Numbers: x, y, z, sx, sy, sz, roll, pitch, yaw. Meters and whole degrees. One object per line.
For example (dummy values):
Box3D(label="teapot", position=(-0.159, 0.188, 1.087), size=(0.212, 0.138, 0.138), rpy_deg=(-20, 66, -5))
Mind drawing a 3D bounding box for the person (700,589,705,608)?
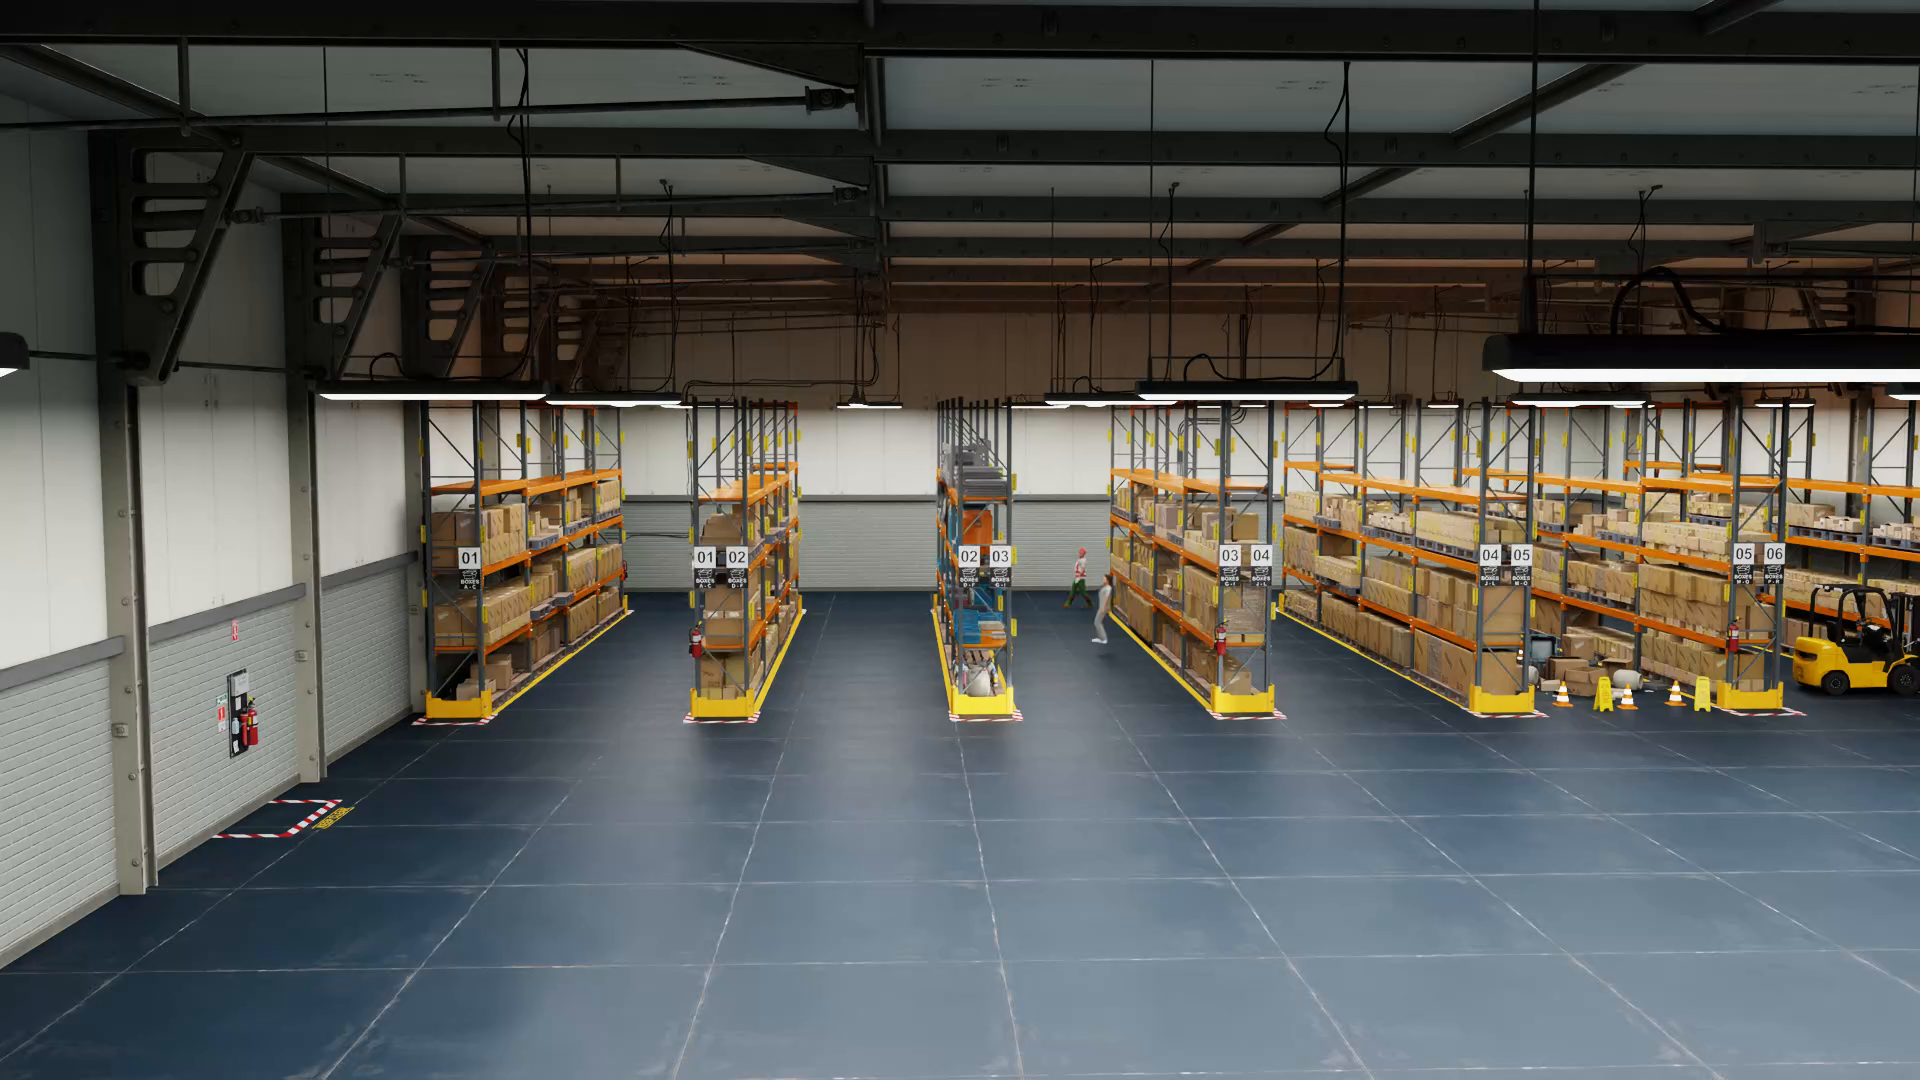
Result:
Box3D(label="person", position=(-7.464, 1.148, 48.280), size=(0.465, 1.697, 0.477), rpy_deg=(0, 4, 2))

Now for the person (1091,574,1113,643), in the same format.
Box3D(label="person", position=(3.319, 1.611, 39.065), size=(0.479, 1.629, 0.495), rpy_deg=(0, 4, 6))

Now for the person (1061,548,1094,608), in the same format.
Box3D(label="person", position=(3.416, 1.112, 48.369), size=(0.941, 1.746, 0.624), rpy_deg=(0, 4, -3))
